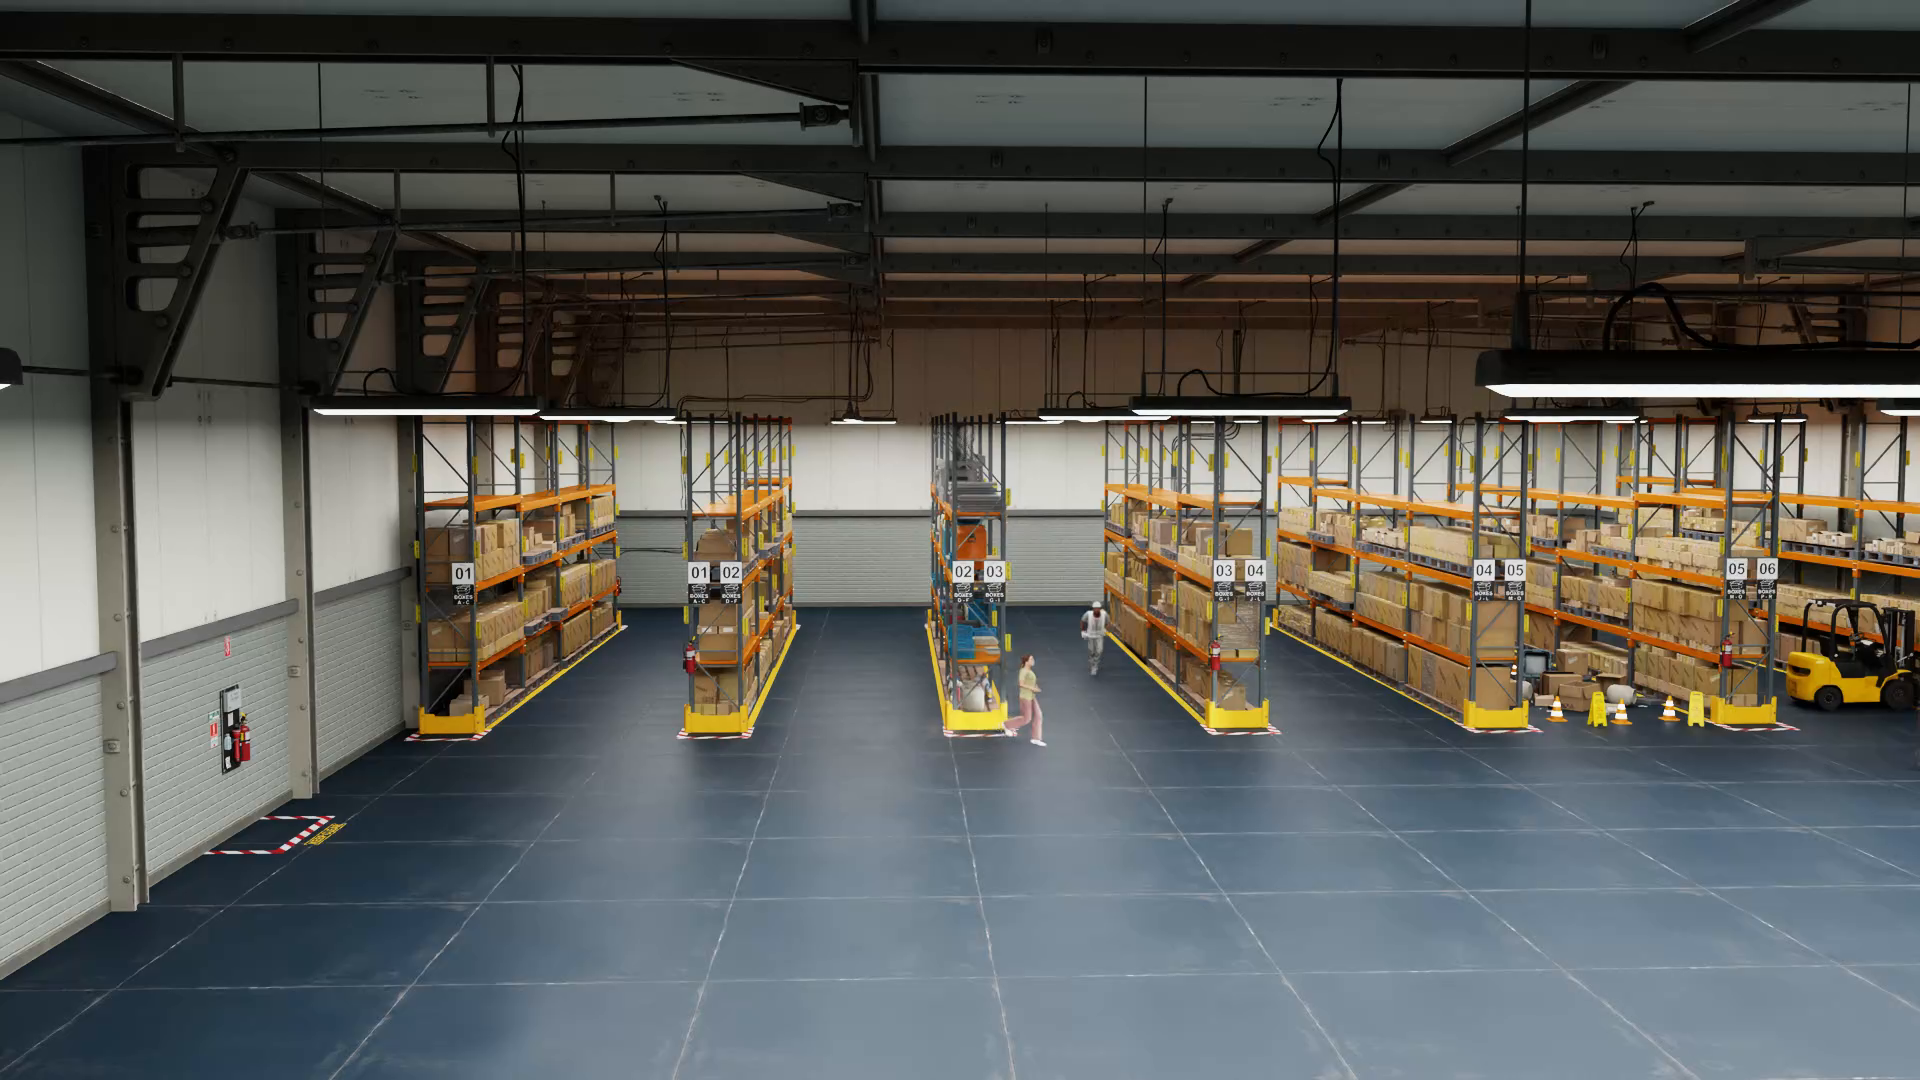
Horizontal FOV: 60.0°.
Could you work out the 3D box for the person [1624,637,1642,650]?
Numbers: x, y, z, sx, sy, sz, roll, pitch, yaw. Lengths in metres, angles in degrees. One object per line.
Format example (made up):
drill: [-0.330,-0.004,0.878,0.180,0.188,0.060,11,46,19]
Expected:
person: [16.421,2.124,40.398,0.670,1.774,0.797,-1,4,-10]

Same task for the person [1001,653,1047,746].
person: [1.158,2.877,29.991,0.852,1.682,0.586,1,4,17]

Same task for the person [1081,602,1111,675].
person: [3.150,2.262,38.616,0.678,1.710,0.815,0,4,-5]
